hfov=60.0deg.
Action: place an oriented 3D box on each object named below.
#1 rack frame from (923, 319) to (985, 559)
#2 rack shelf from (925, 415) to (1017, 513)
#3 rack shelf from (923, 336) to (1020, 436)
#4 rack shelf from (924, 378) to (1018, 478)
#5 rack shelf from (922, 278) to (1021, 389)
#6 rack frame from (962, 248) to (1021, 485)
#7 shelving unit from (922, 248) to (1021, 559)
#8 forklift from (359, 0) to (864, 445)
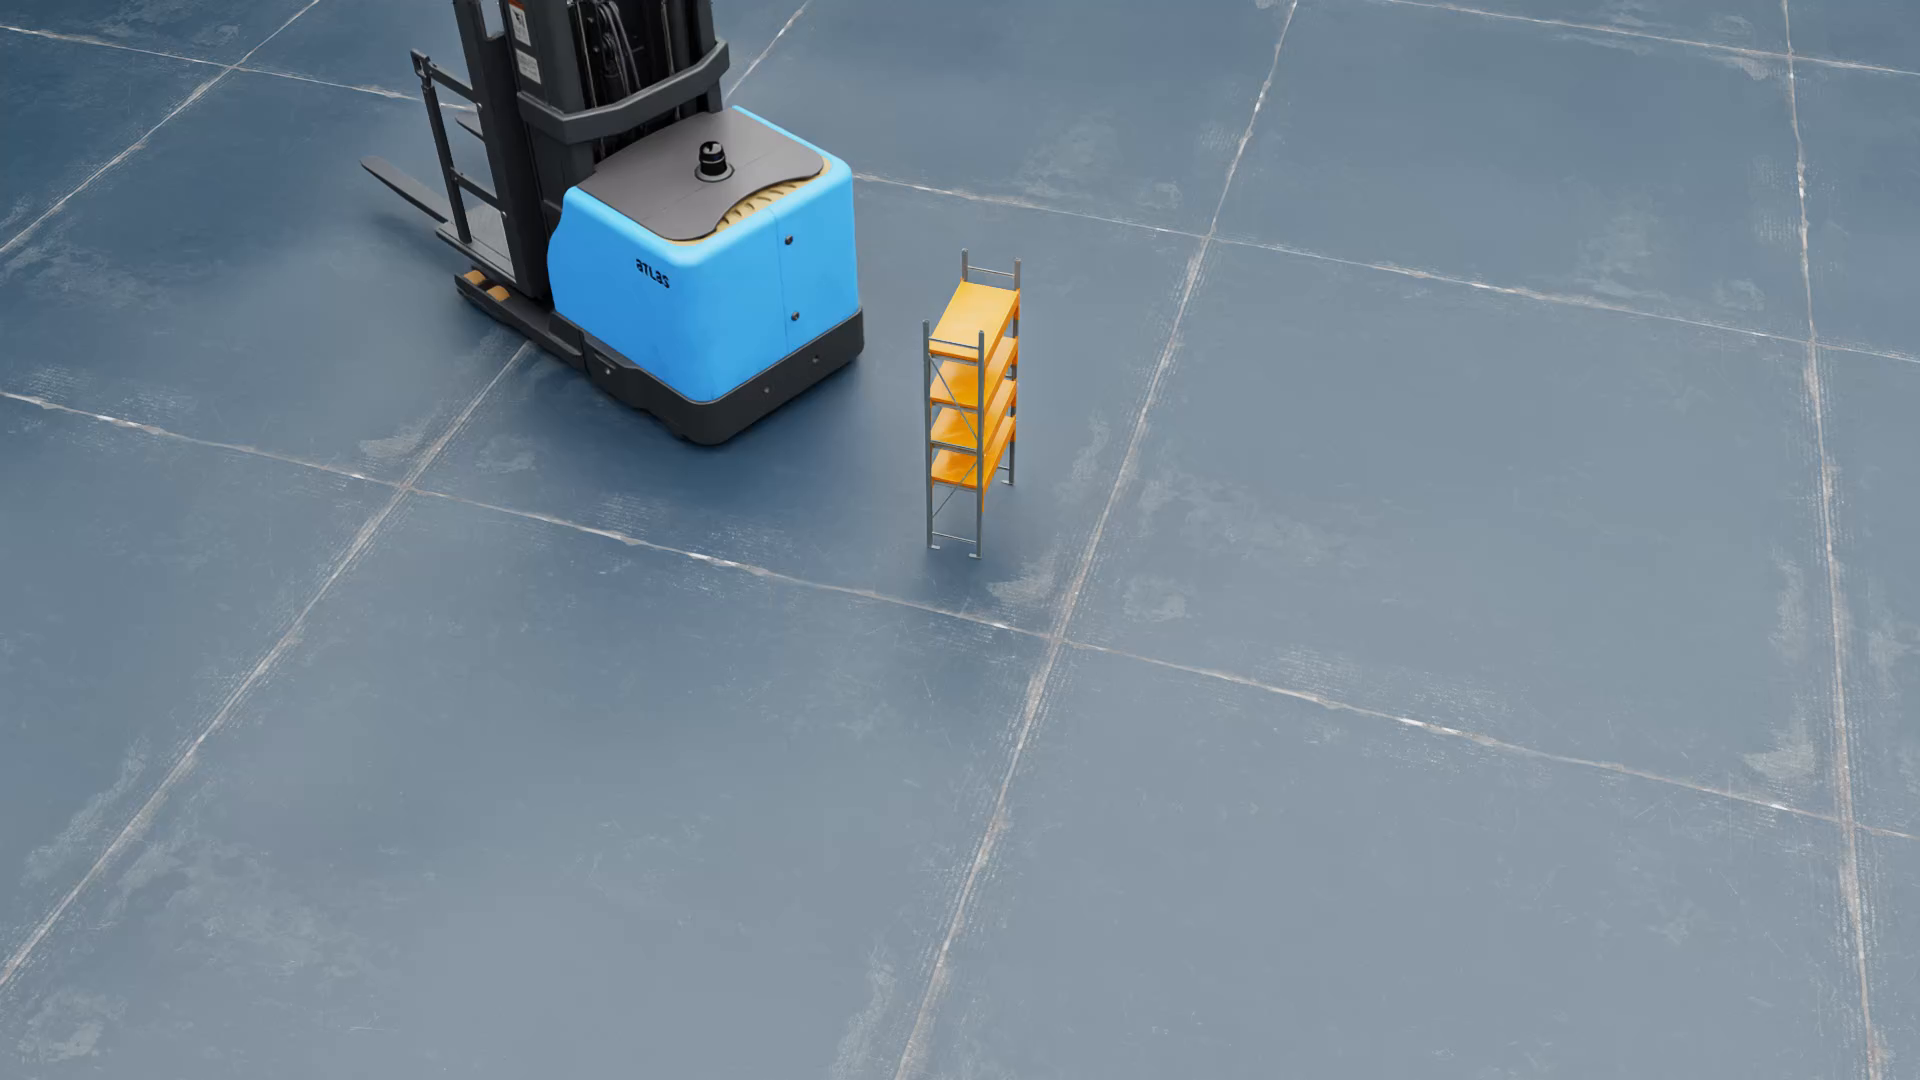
[{"bbox_3d":[-0.024,-0.377,6.676,0.240,1.200,0.015,13,46,12],"label":"rack frame"},{"bbox_3d":[0.050,-0.349,7.028,0.258,0.148,0.480,13,46,12],"label":"rack shelf"},{"bbox_3d":[0.050,-0.651,6.733,0.258,0.148,0.480,13,46,12],"label":"rack shelf"},{"bbox_3d":[0.050,-0.491,6.889,0.258,0.148,0.480,13,46,12],"label":"rack shelf"},{"bbox_3d":[0.050,-0.820,6.567,0.258,0.148,0.480,13,46,12],"label":"rack shelf"},{"bbox_3d":[0.124,-0.702,7.008,0.240,1.200,0.015,13,46,12],"label":"rack frame"},{"bbox_3d":[0.050,-0.539,6.842,0.258,1.200,0.503,13,46,12],"label":"shelving unit"},{"bbox_3d":[-1.884,-2.381,7.487,3.031,2.935,1.130,33,53,29],"label":"forklift"}]
